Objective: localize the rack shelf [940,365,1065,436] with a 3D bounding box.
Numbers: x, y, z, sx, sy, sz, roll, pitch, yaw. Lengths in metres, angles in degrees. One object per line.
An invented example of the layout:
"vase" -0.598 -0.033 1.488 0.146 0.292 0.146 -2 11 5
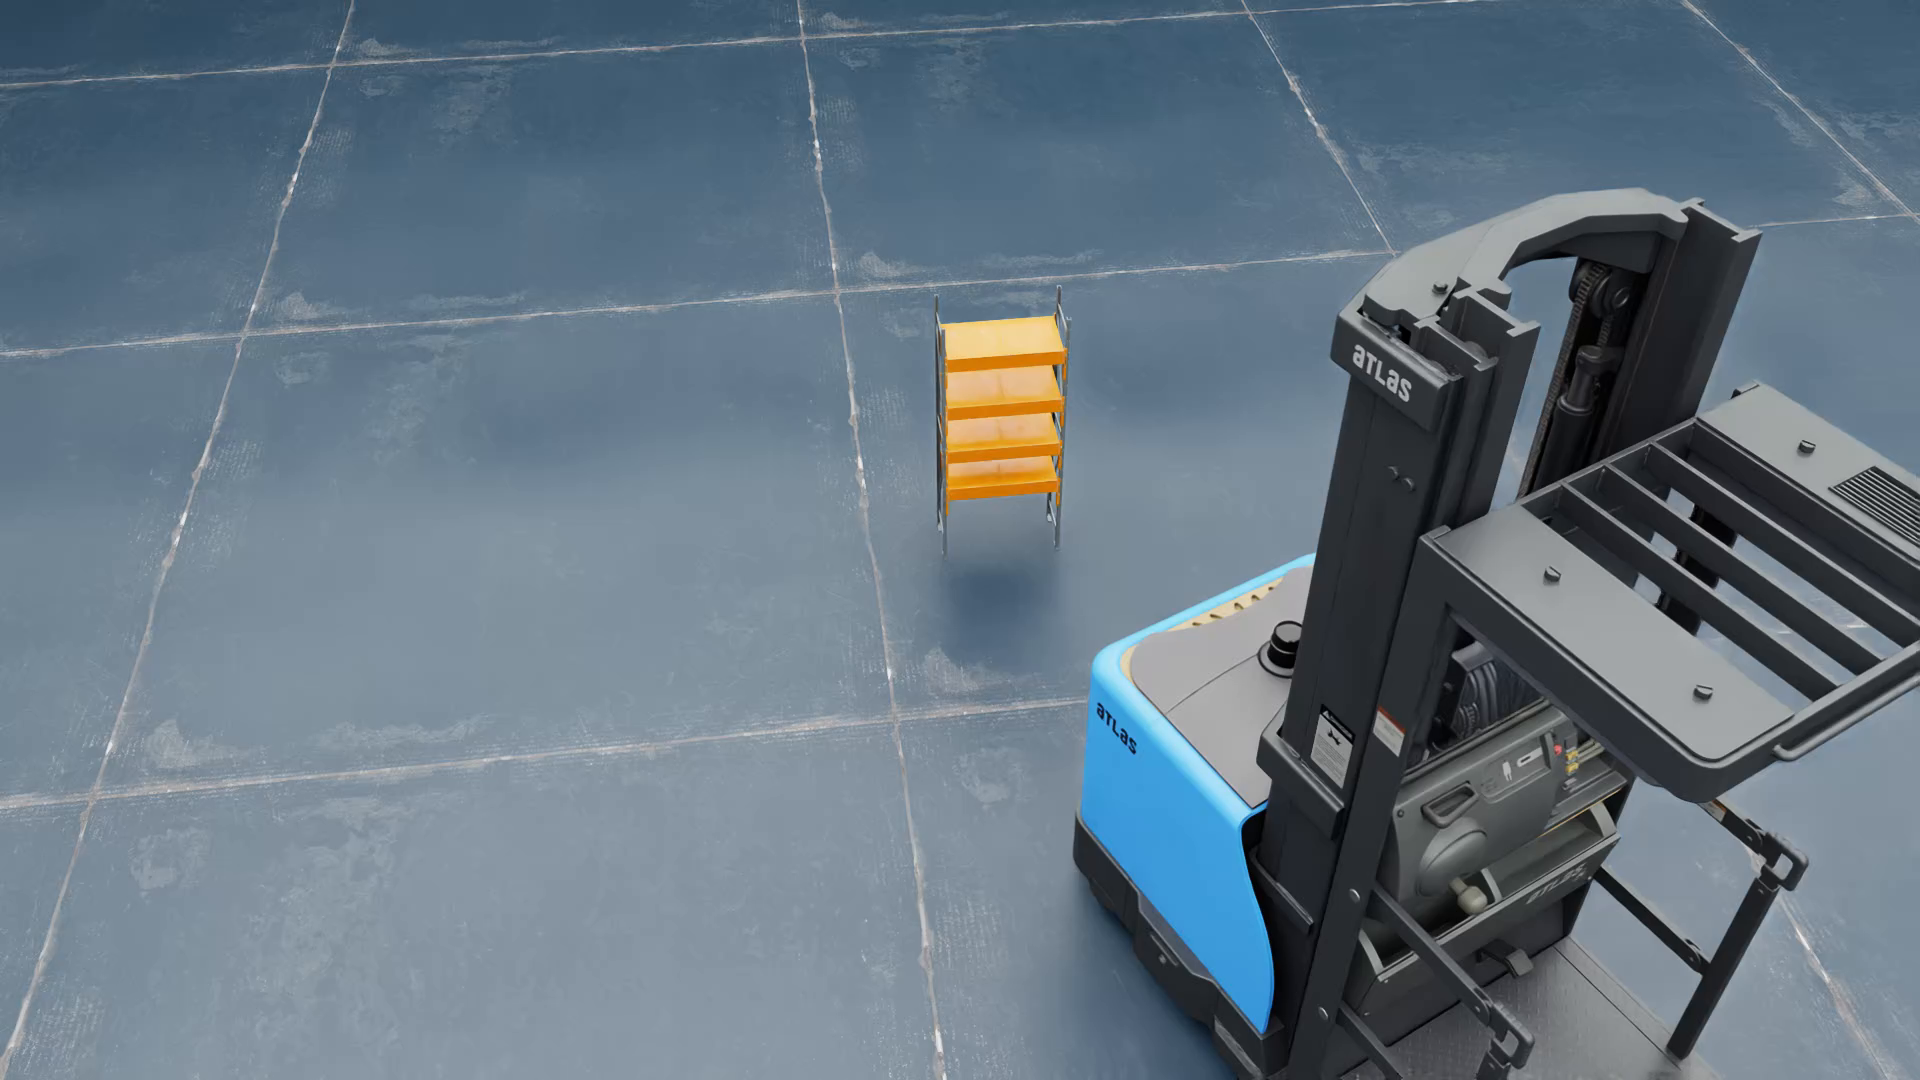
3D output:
"rack shelf" 0.164 -0.576 6.759 0.480 0.148 0.258 -5 42 -6

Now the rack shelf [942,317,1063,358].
"rack shelf" 0.164 -0.781 6.575 0.457 0.050 0.221 -5 42 -6

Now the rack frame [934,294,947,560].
"rack frame" -0.078 -0.439 6.841 0.015 1.200 0.240 -5 42 -6

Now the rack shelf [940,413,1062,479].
"rack shelf" 0.164 -0.410 6.909 0.480 0.148 0.258 -5 42 -6

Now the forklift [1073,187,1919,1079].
"forklift" 1.599 0.740 4.241 1.130 2.935 3.031 -22 47 -23

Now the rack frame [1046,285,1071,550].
"rack frame" 0.406 -0.481 6.888 0.015 1.200 0.240 -5 42 -6

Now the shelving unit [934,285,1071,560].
"shelving unit" 0.164 -0.460 6.864 0.503 1.200 0.258 -5 42 -6
